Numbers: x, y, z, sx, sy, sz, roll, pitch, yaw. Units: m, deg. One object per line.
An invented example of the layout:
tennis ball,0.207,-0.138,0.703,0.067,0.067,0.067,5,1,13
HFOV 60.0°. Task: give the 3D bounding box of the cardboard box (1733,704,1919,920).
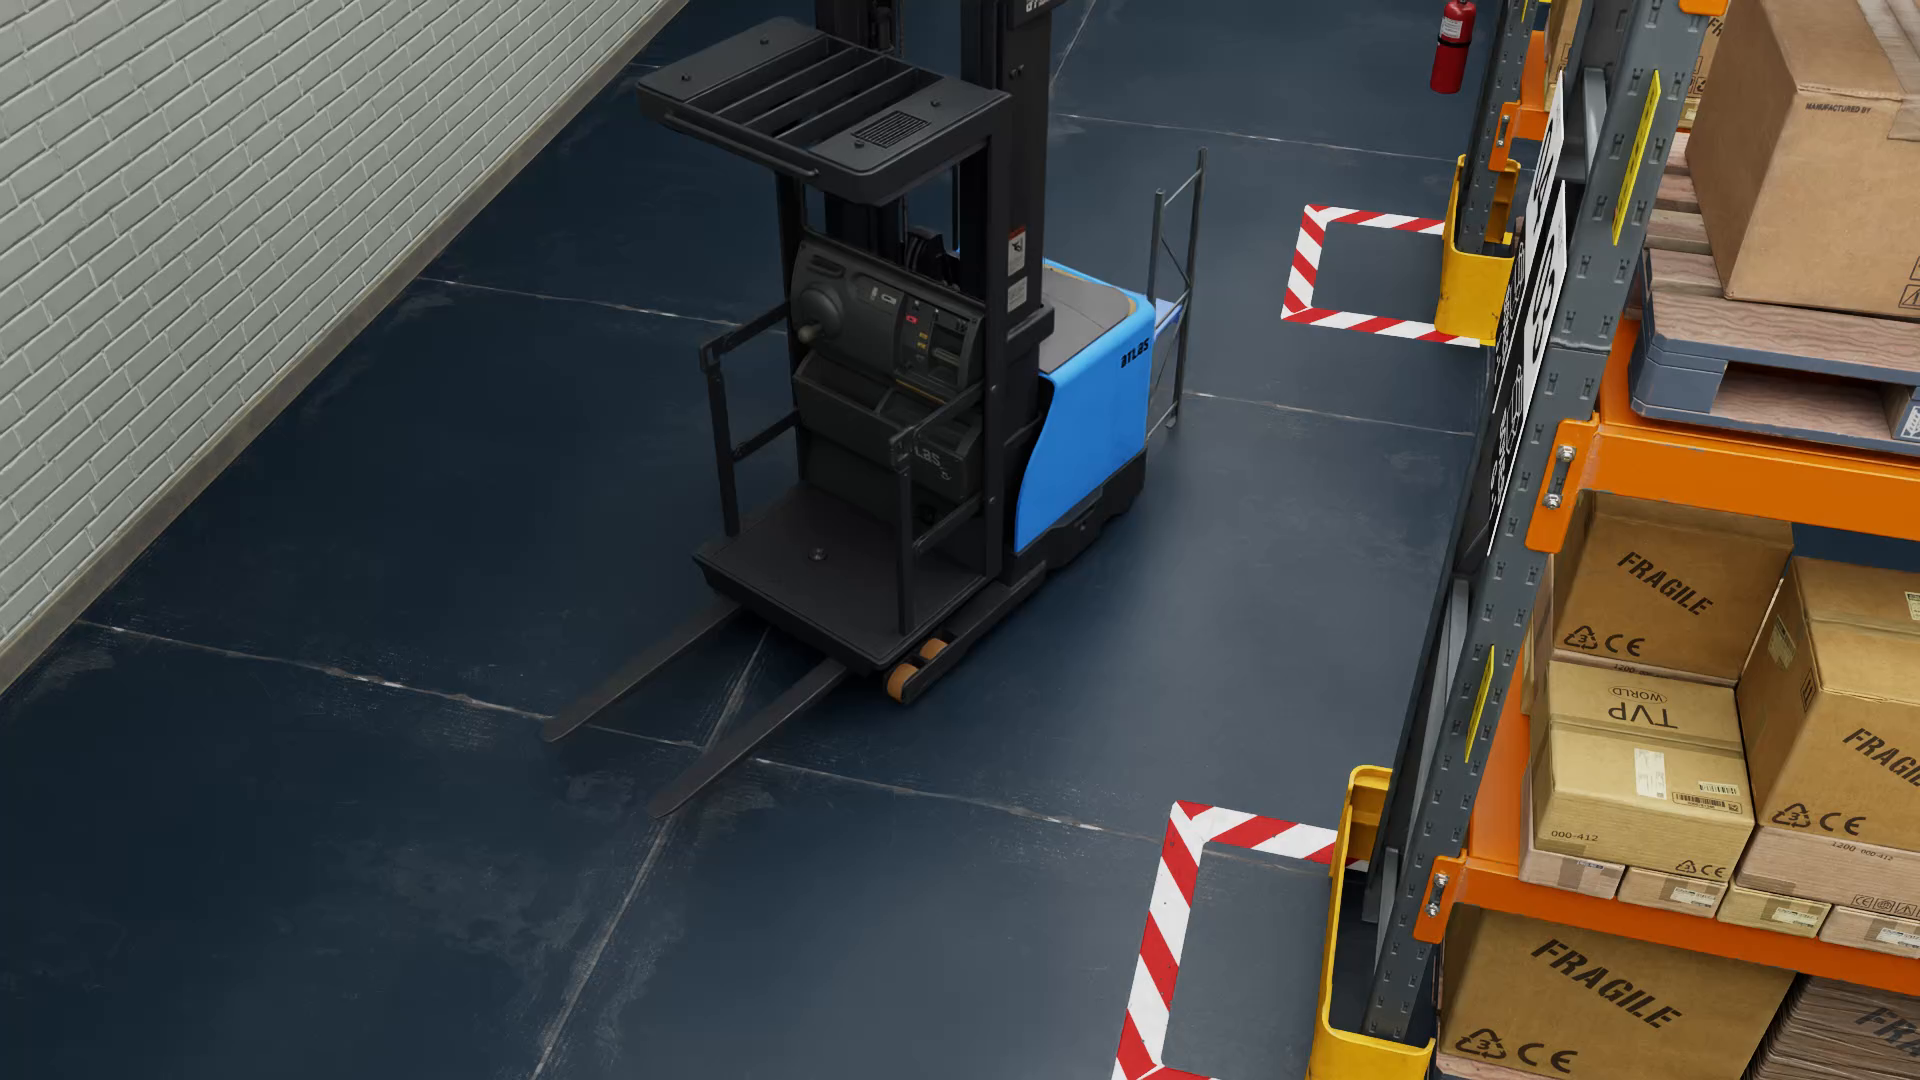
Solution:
cardboard box,2.355,0.707,4.461,0.500,0.250,0.500,9,41,11

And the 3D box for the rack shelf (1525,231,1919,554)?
rack shelf,3.389,-0.107,3.772,4.000,0.370,1.077,10,41,11

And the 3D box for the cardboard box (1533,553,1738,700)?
cardboard box,1.994,0.293,4.954,0.500,0.250,0.500,9,41,11

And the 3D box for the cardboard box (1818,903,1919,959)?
cardboard box,2.463,0.921,4.517,0.250,0.149,0.380,9,41,11

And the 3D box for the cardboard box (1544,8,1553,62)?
cardboard box,3.225,-2.656,8.776,0.250,0.149,0.380,10,41,11

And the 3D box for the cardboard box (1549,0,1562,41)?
cardboard box,3.338,-2.868,8.524,0.500,0.500,0.500,11,41,12

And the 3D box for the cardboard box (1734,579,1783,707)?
cardboard box,2.484,0.378,4.853,0.500,0.250,0.500,9,41,11

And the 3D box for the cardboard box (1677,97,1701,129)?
cardboard box,3.568,-2.183,8.212,0.250,0.149,0.380,9,41,10

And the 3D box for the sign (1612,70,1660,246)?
sign,1.308,-0.736,3.221,0.005,0.325,0.100,10,41,11

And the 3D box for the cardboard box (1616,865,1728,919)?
cardboard box,1.963,0.836,4.618,0.250,0.149,0.380,9,41,11

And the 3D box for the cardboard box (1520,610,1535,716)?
cardboard box,1.886,0.384,5.155,0.250,0.149,0.380,11,41,12

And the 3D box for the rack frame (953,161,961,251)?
rack frame,0.108,-1.397,8.248,0.032,1.500,0.500,21,44,23

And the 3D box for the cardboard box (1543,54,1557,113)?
cardboard box,3.065,-2.277,8.325,0.250,0.149,0.380,9,41,11

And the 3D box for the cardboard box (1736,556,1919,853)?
cardboard box,2.334,0.421,4.219,0.500,0.500,0.500,9,41,10

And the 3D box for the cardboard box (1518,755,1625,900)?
cardboard box,1.715,0.794,4.668,0.250,0.149,0.380,10,41,12

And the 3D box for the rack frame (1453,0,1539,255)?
rack frame,2.837,-2.631,8.550,0.127,3.000,1.000,10,41,11

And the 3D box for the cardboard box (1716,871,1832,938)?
cardboard box,2.210,0.878,4.568,0.250,0.149,0.380,9,41,10

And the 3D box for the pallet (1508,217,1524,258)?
pallet,3.686,-1.394,9.245,1.213,0.211,1.003,10,41,11

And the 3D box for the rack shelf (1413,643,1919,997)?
rack shelf,3.389,1.042,4.737,4.000,0.370,1.077,10,41,11

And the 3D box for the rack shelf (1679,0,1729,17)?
rack shelf,3.389,-1.103,2.936,4.000,0.370,1.077,10,41,11

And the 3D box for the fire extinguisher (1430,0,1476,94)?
fire extinguisher,2.713,-2.787,9.086,0.183,0.674,0.296,10,41,11

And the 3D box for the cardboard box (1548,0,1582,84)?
cardboard box,3.199,-2.537,8.129,0.500,0.500,0.500,12,41,13

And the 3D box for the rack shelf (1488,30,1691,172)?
rack shelf,4.769,-2.023,8.386,4.000,0.370,1.077,10,41,11

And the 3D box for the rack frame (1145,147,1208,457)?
rack frame,0.986,-1.067,7.855,0.032,1.500,0.500,21,44,23

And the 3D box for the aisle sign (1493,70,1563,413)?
aisle sign,1.465,-0.760,4.301,0.004,0.787,0.394,10,41,11

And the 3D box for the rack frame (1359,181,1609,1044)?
rack frame,1.457,0.434,4.901,0.127,3.000,1.000,10,41,11

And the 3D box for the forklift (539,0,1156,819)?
forklift,-0.436,-0.807,6.432,1.130,2.935,3.031,28,47,29

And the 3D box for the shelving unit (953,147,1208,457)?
shelving unit,0.547,-1.232,8.051,1.048,1.500,0.538,21,44,23

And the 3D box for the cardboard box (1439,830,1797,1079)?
cardboard box,2.096,1.143,5.382,0.875,0.875,0.875,10,41,11

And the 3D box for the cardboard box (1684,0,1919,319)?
cardboard box,1.973,-0.899,3.674,0.500,0.500,0.700,7,41,9

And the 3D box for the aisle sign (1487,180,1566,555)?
aisle sign,1.310,-0.388,3.858,0.004,0.787,0.394,10,41,11

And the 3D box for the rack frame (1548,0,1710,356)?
rack frame,1.457,-1.864,2.972,0.127,3.000,1.000,10,41,11

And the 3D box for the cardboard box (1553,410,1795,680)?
cardboard box,1.996,0.008,4.711,0.500,0.500,0.500,10,41,12

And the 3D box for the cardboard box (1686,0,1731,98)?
cardboard box,3.723,-2.464,8.042,0.500,0.500,0.500,10,41,12

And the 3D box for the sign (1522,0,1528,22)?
sign,2.697,-2.625,7.871,0.005,0.325,0.100,10,41,11

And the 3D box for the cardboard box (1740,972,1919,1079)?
cardboard box,2.975,1.294,5.202,0.875,0.875,0.875,10,41,11

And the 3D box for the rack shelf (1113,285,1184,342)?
rack shelf,0.547,-1.095,8.167,1.000,0.185,0.538,21,44,23

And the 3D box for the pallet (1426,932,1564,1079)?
pallet,2.250,1.586,5.698,1.213,0.211,1.003,10,41,11

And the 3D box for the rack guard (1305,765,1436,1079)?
rack guard,1.434,1.387,5.710,0.348,0.500,1.175,10,41,11

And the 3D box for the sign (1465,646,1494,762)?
sign,1.308,0.416,4.188,0.005,0.325,0.100,10,41,11

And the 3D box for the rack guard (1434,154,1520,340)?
rack guard,2.910,-1.661,9.339,0.348,0.500,1.175,10,41,11

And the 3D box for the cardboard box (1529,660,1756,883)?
cardboard box,1.851,0.625,4.559,0.500,0.250,0.500,9,41,10

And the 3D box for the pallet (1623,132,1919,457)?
pallet,2.176,-0.564,3.826,1.213,0.211,1.003,10,41,11
